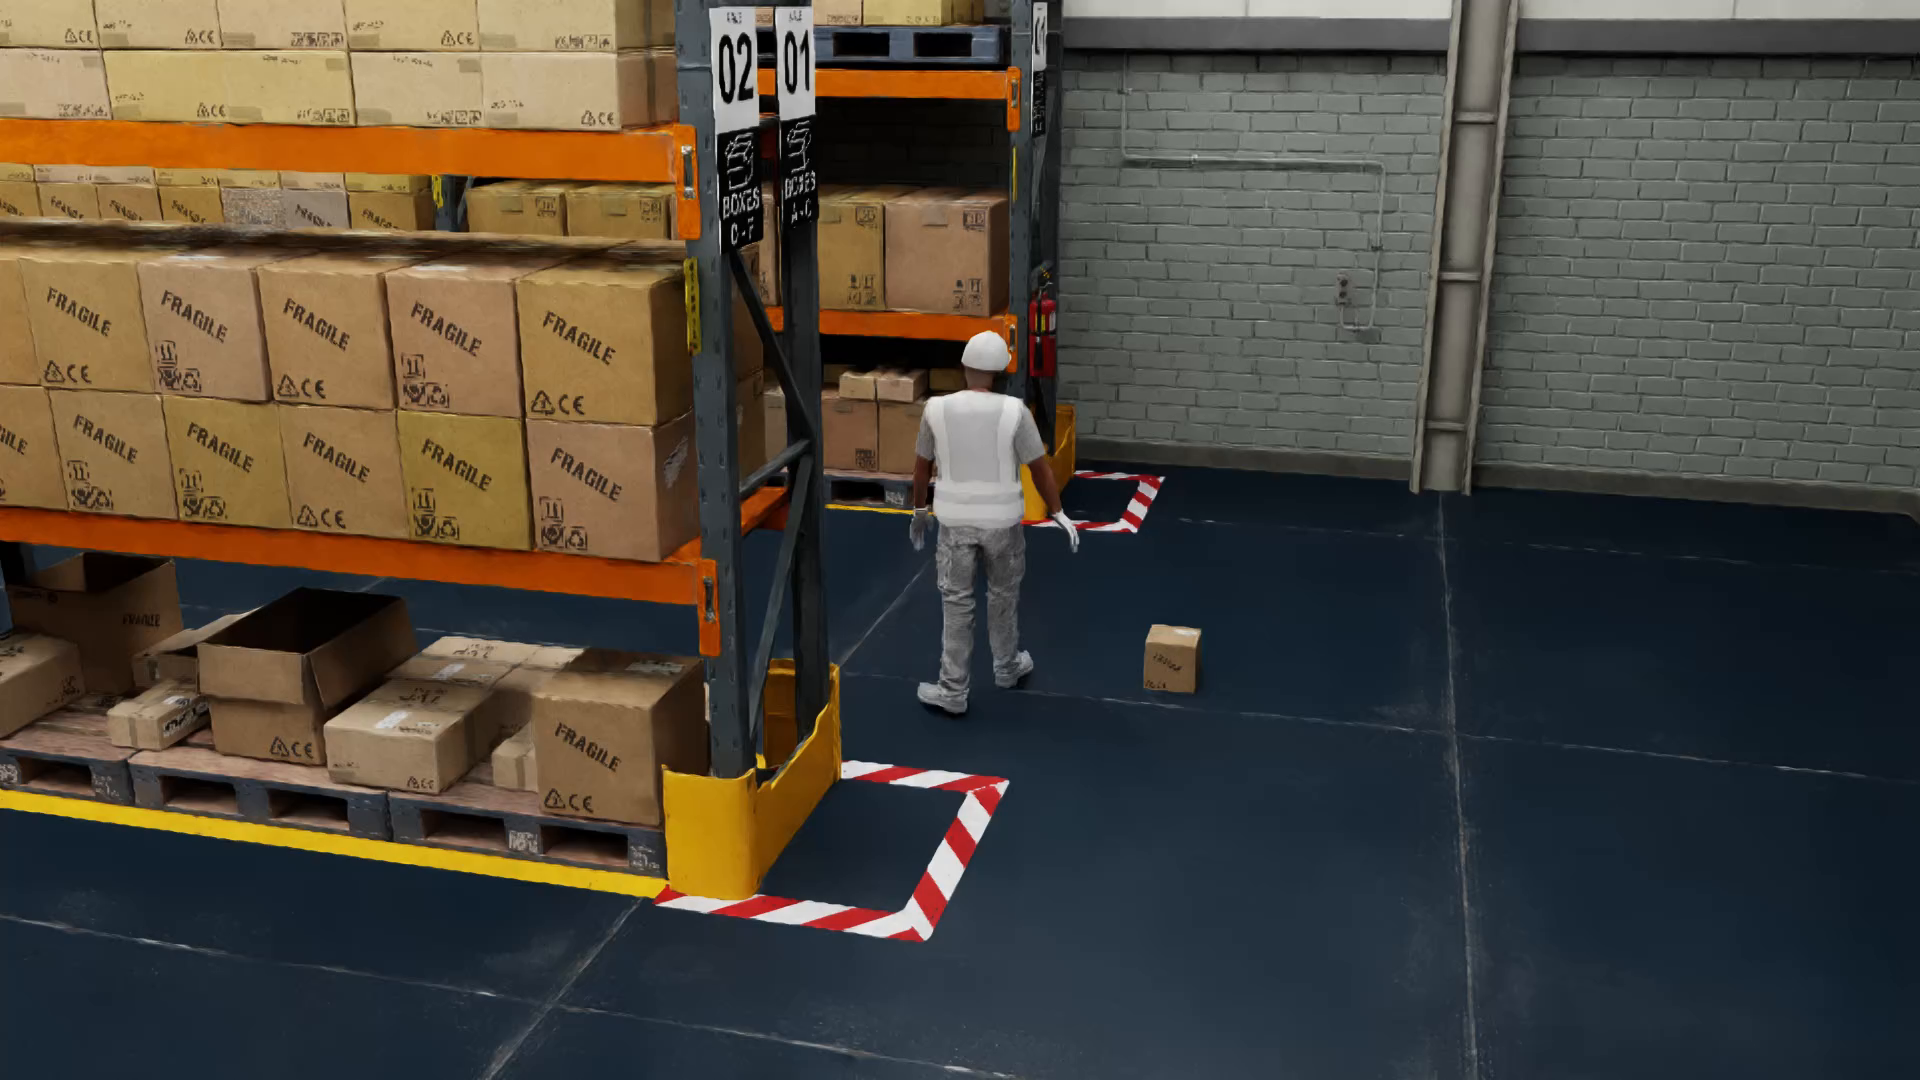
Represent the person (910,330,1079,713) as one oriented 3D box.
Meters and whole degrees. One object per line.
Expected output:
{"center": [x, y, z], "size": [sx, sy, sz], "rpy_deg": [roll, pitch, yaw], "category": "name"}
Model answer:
{"center": [0.162, -0.109, 7.830], "size": [0.801, 1.782, 0.672], "rpy_deg": [2, 18, 5], "category": "person"}
